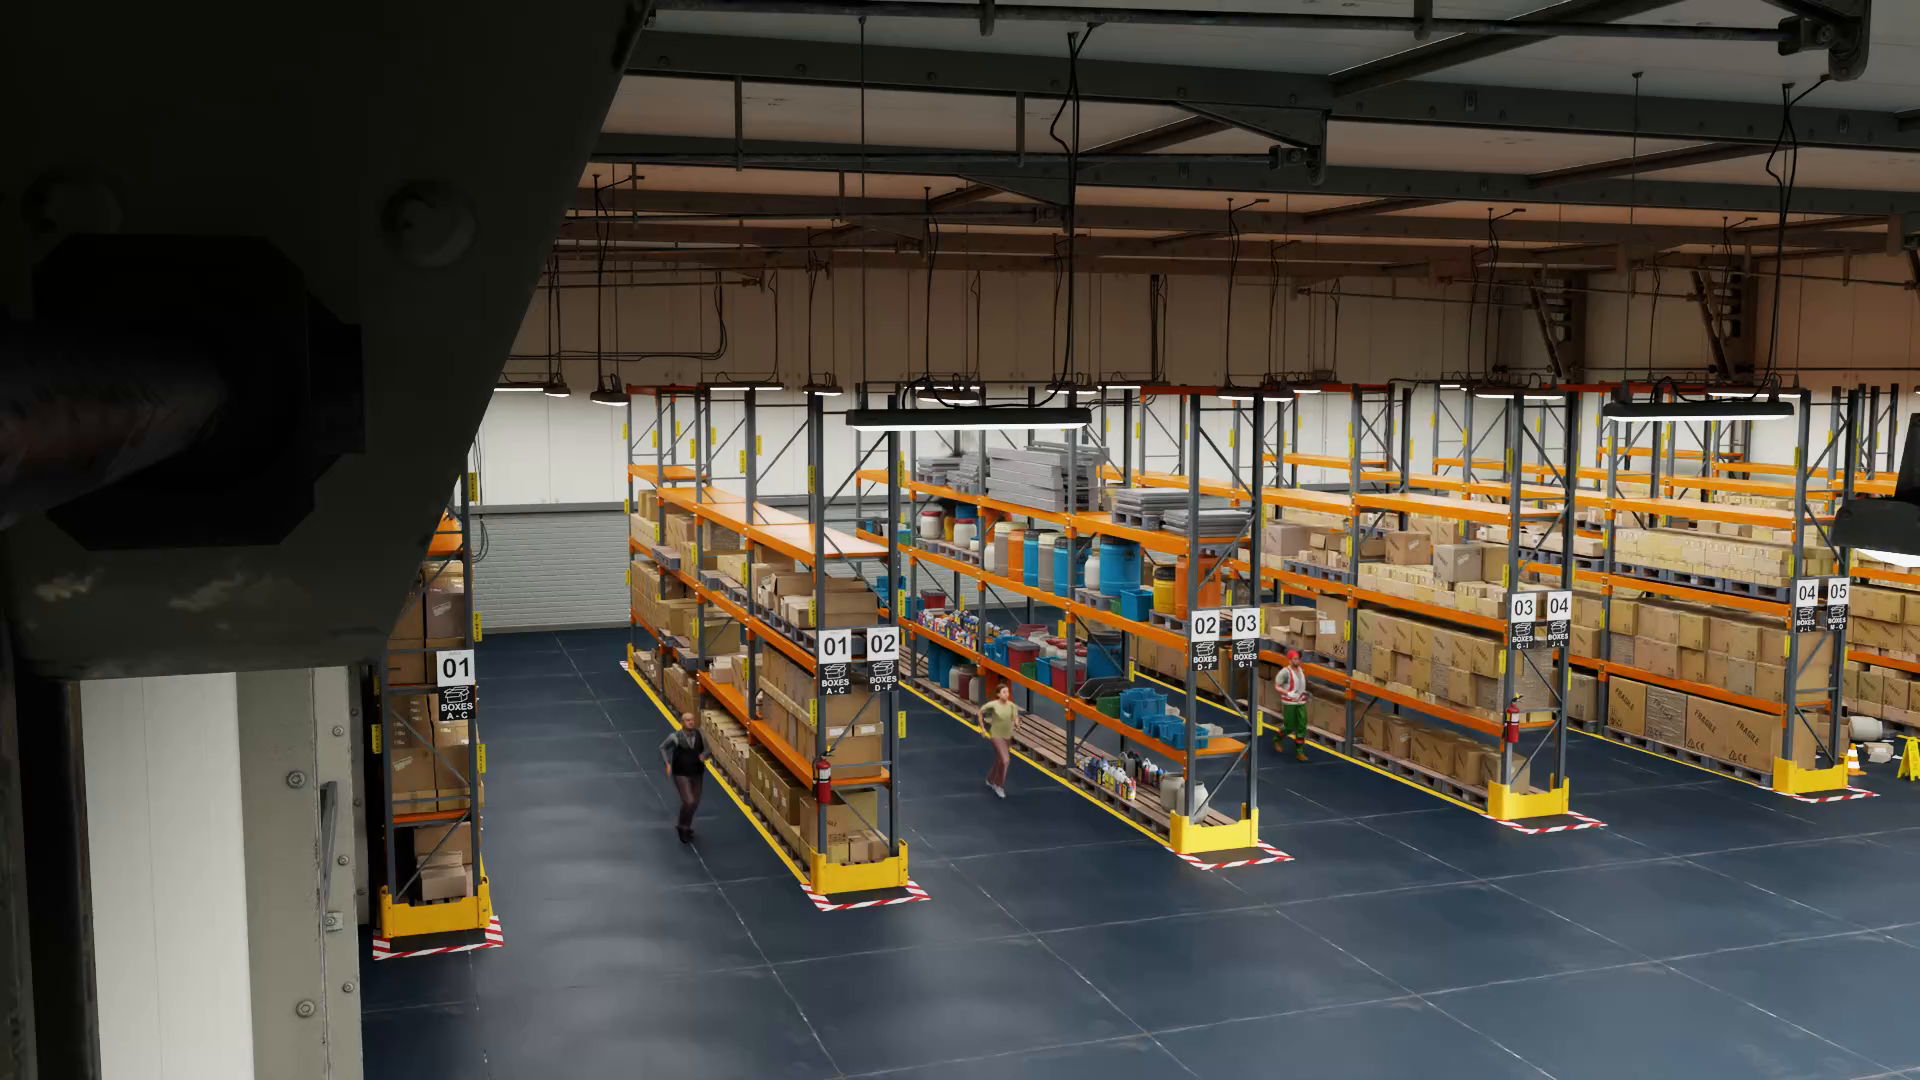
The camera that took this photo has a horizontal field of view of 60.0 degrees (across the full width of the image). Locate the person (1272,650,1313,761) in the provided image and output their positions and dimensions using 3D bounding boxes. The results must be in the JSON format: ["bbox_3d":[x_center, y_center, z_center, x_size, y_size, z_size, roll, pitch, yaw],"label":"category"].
[{"bbox_3d":[5.394,2.659,27.000,0.680,1.773,0.794,-3,7,-28],"label":"person"}]

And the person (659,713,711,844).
[{"bbox_3d":[-3.637,3.184,22.288,0.624,1.746,0.721,-4,7,-35],"label":"person"}]

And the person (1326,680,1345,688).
[{"bbox_3d":[7.533,2.125,32.882,0.566,1.641,0.665,-3,7,-27],"label":"person"}]

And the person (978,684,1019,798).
[{"bbox_3d":[0.607,2.960,24.648,0.540,1.690,0.778,-4,7,-34],"label":"person"}]
